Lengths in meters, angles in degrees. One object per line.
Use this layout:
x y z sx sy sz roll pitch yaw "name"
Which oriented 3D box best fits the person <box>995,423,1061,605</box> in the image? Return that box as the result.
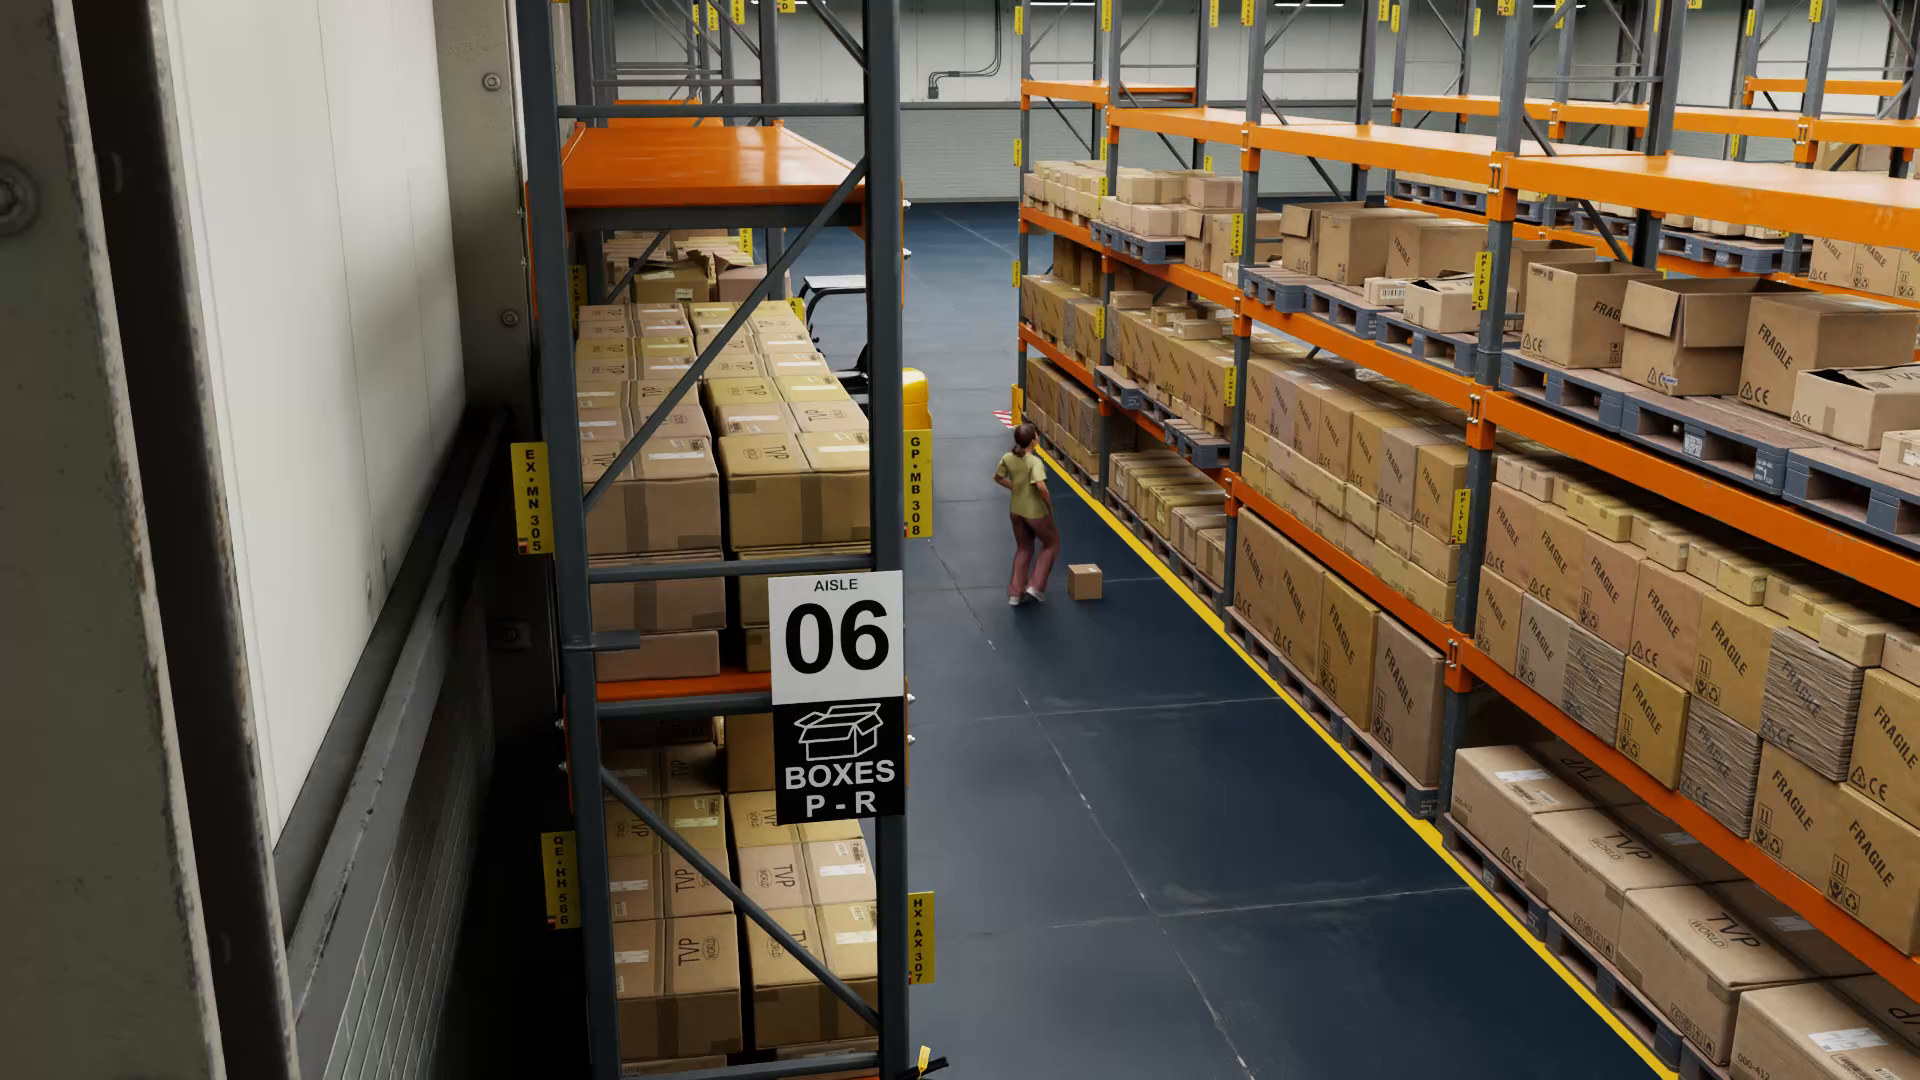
0.629 -0.213 14.373 0.639 1.674 0.526 14 21 39 "person"
